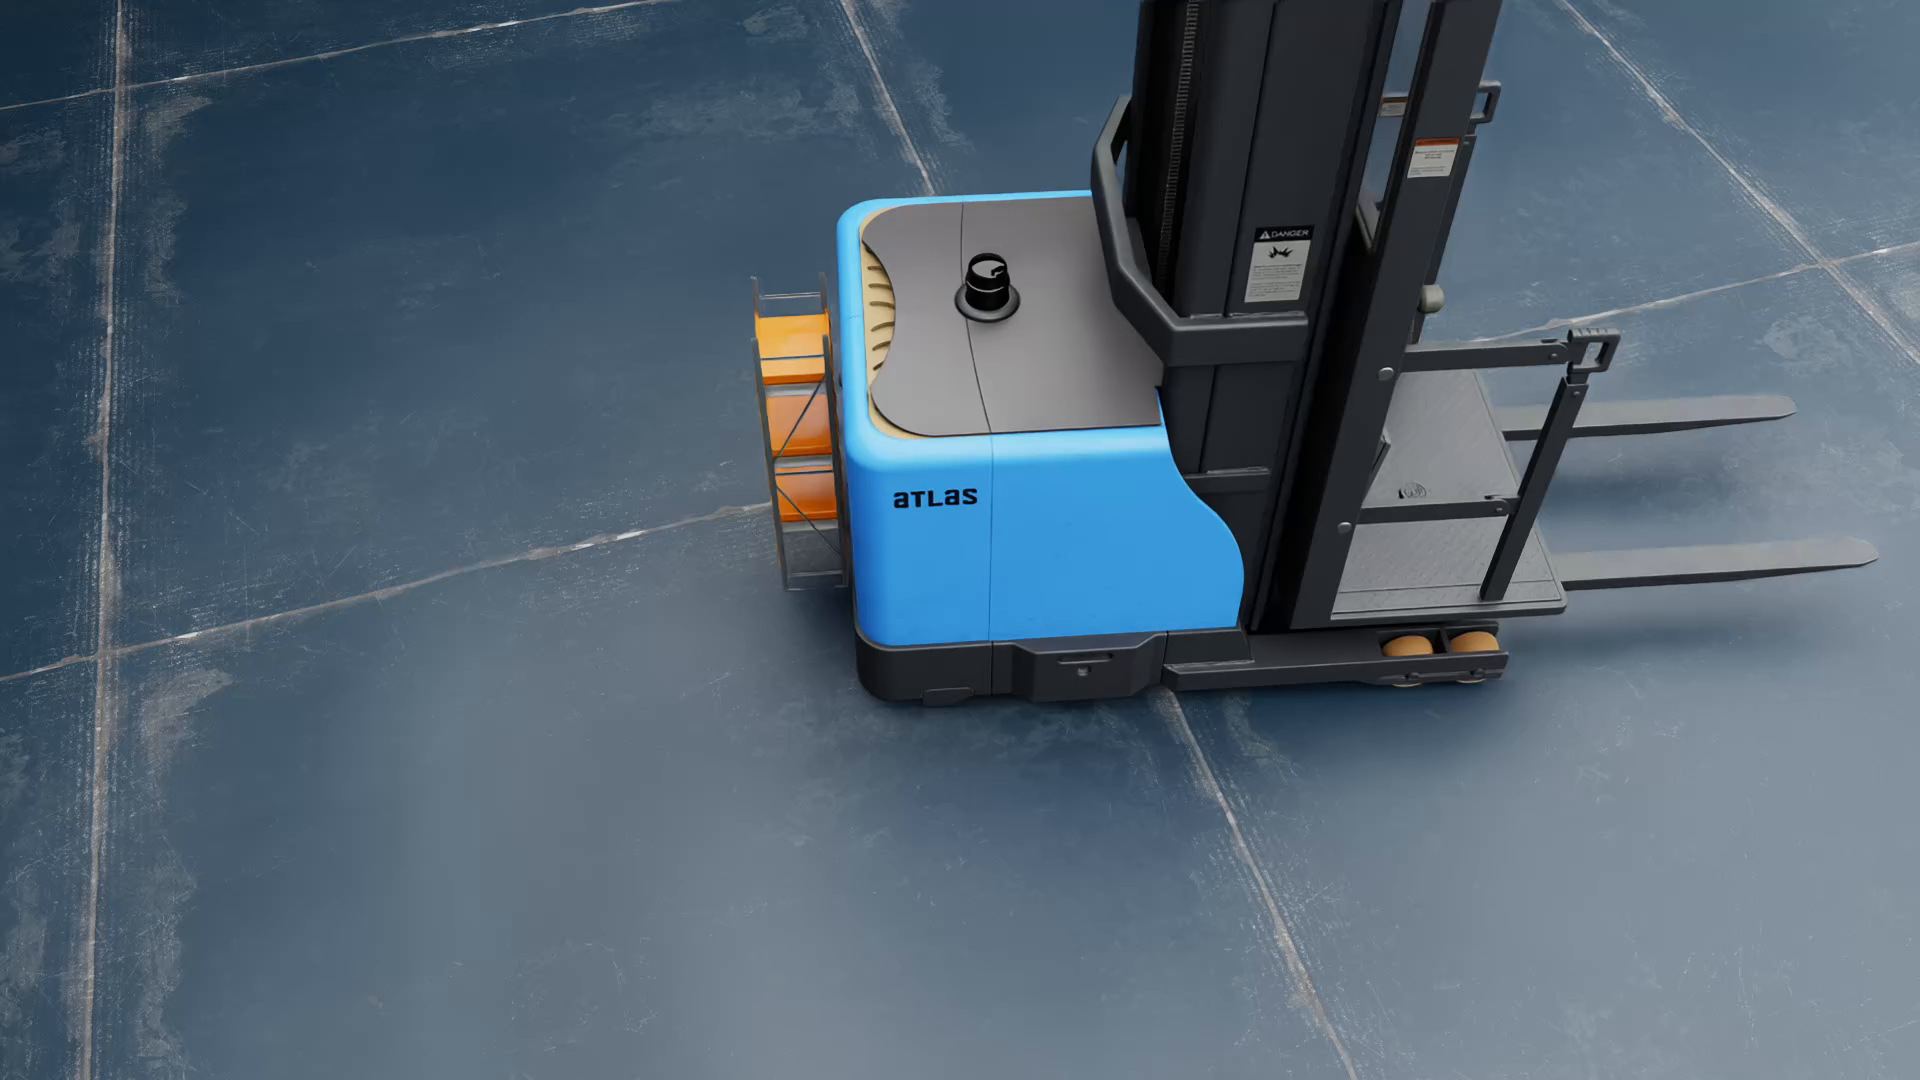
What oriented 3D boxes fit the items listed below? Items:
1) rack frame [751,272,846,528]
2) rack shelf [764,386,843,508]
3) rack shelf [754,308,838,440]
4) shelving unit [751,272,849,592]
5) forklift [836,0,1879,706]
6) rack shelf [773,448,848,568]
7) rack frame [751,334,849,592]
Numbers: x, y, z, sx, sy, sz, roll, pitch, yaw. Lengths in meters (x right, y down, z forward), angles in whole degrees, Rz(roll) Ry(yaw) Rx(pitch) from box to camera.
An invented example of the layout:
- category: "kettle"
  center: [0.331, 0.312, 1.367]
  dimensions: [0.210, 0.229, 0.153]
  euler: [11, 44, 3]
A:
- category: "rack frame"
  center: [-0.463, -0.374, 4.879]
  dimensions: [0.200, 1.050, 0.008]
  euler: [-4, 50, -3]
- category: "rack shelf"
  center: [-0.453, -0.274, 4.808]
  dimensions: [0.215, 0.259, 0.240]
  euler: [-4, 50, -3]
- category: "rack shelf"
  center: [-0.453, -0.457, 4.591]
  dimensions: [0.215, 0.259, 0.240]
  euler: [-4, 50, -3]
- category: "shelving unit"
  center: [-0.453, -0.281, 4.800]
  dimensions: [0.215, 1.050, 0.252]
  euler: [-4, 50, -3]
- category: "forklift"
  center: [1.184, -0.917, 4.106]
  dimensions: [3.031, 2.935, 1.130]
  euler: [-3, 50, -3]
- category: "rack shelf"
  center: [-0.453, -0.095, 5.021]
  dimensions: [0.215, 0.259, 0.240]
  euler: [-4, 50, -3]
- category: "rack frame"
  center: [-0.442, -0.188, 4.722]
  dimensions: [0.200, 1.050, 0.008]
  euler: [-4, 50, -3]
